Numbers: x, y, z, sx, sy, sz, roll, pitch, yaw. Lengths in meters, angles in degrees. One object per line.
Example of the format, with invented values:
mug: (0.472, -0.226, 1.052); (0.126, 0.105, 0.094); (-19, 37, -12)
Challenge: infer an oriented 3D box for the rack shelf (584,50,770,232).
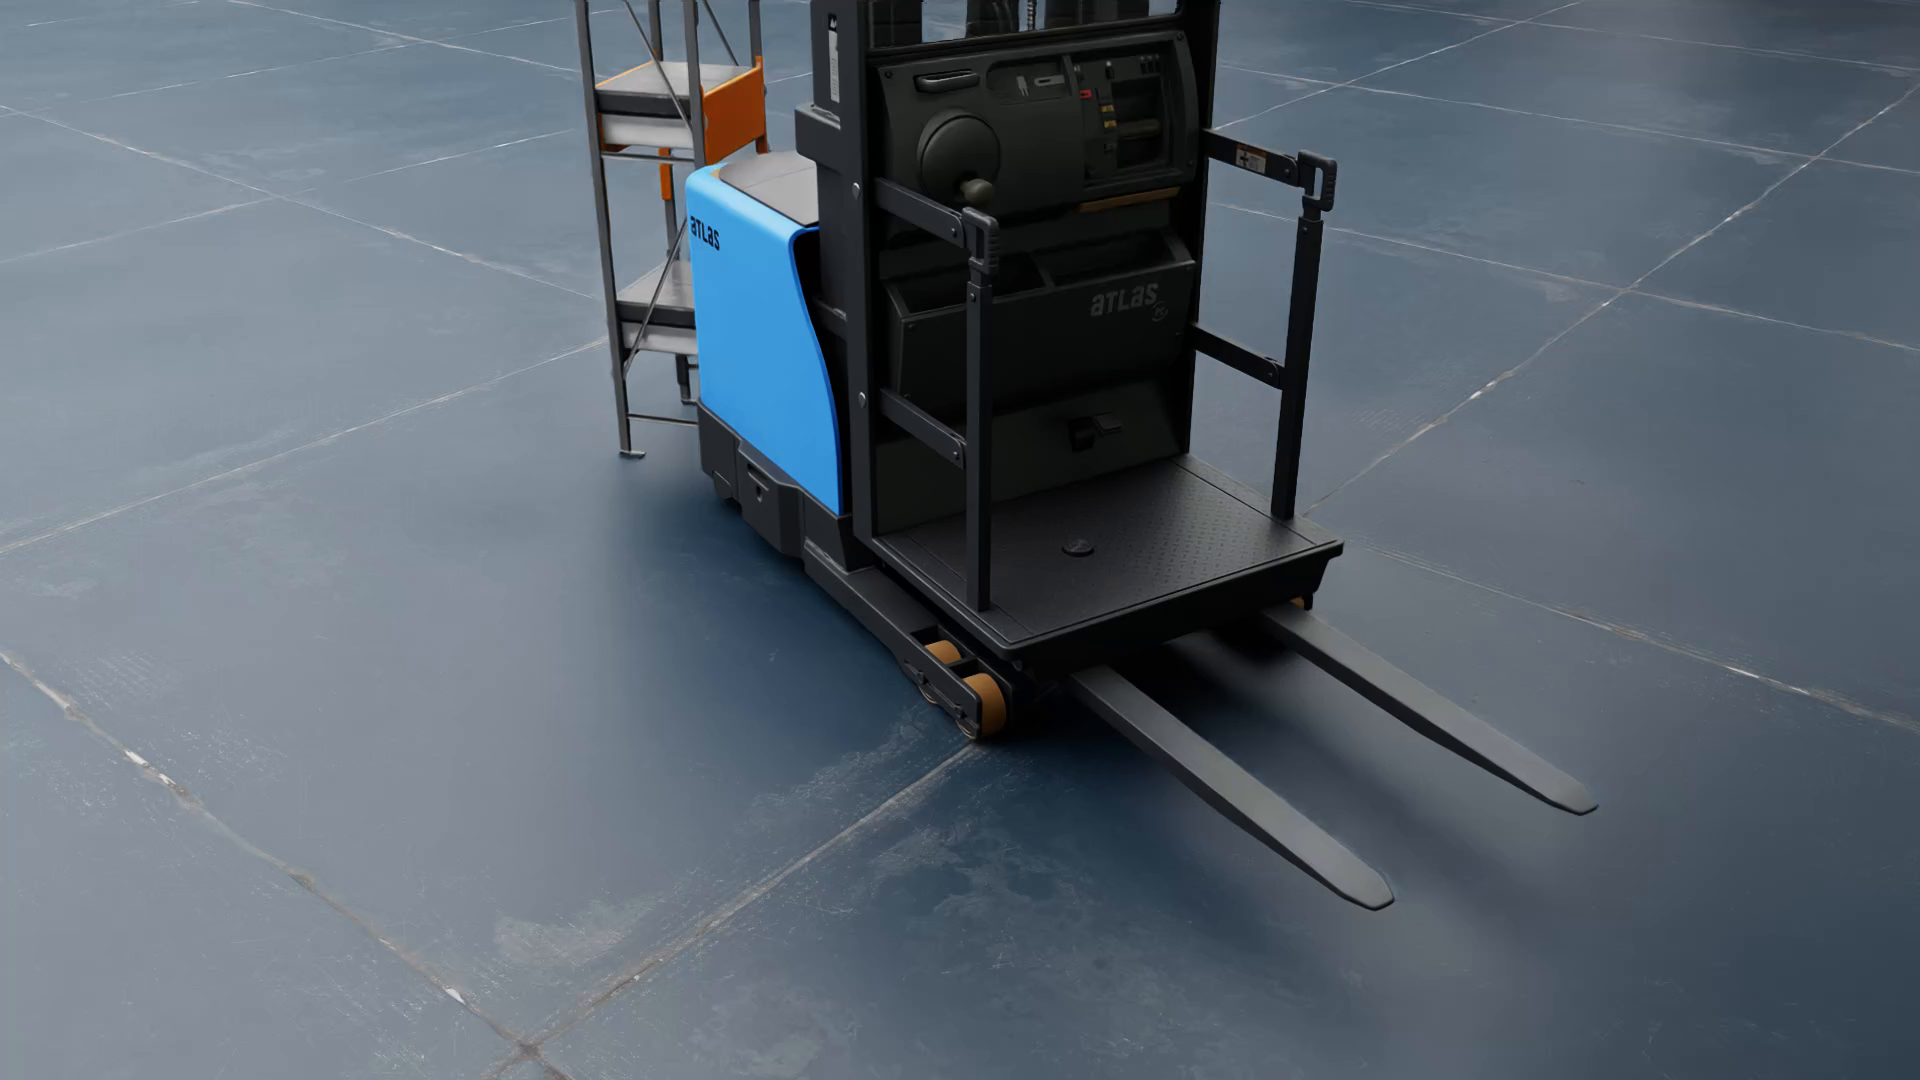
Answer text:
rack shelf: (-0.925, -1.307, 5.521); (0.431, 0.518, 0.480); (8, 28, 15)

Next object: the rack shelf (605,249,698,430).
rack shelf: (-0.925, -0.686, 5.842); (0.431, 0.518, 0.480); (8, 28, 15)

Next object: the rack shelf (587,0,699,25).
rack shelf: (-0.926, -1.929, 5.199); (0.431, 0.518, 0.480); (8, 28, 15)

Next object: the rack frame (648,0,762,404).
rack frame: (-0.855, -1.427, 5.722); (0.400, 2.100, 0.015); (8, 28, 15)

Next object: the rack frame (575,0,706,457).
rack frame: (-0.996, -1.212, 5.307); (0.400, 2.100, 0.015); (8, 28, 15)

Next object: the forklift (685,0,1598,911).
forklift: (0.329, -1.037, 4.064); (1.130, 2.935, 3.031); (-16, 31, -27)

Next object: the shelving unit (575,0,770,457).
shelving unit: (-0.925, -1.320, 5.515); (0.431, 2.100, 0.503); (8, 28, 15)
